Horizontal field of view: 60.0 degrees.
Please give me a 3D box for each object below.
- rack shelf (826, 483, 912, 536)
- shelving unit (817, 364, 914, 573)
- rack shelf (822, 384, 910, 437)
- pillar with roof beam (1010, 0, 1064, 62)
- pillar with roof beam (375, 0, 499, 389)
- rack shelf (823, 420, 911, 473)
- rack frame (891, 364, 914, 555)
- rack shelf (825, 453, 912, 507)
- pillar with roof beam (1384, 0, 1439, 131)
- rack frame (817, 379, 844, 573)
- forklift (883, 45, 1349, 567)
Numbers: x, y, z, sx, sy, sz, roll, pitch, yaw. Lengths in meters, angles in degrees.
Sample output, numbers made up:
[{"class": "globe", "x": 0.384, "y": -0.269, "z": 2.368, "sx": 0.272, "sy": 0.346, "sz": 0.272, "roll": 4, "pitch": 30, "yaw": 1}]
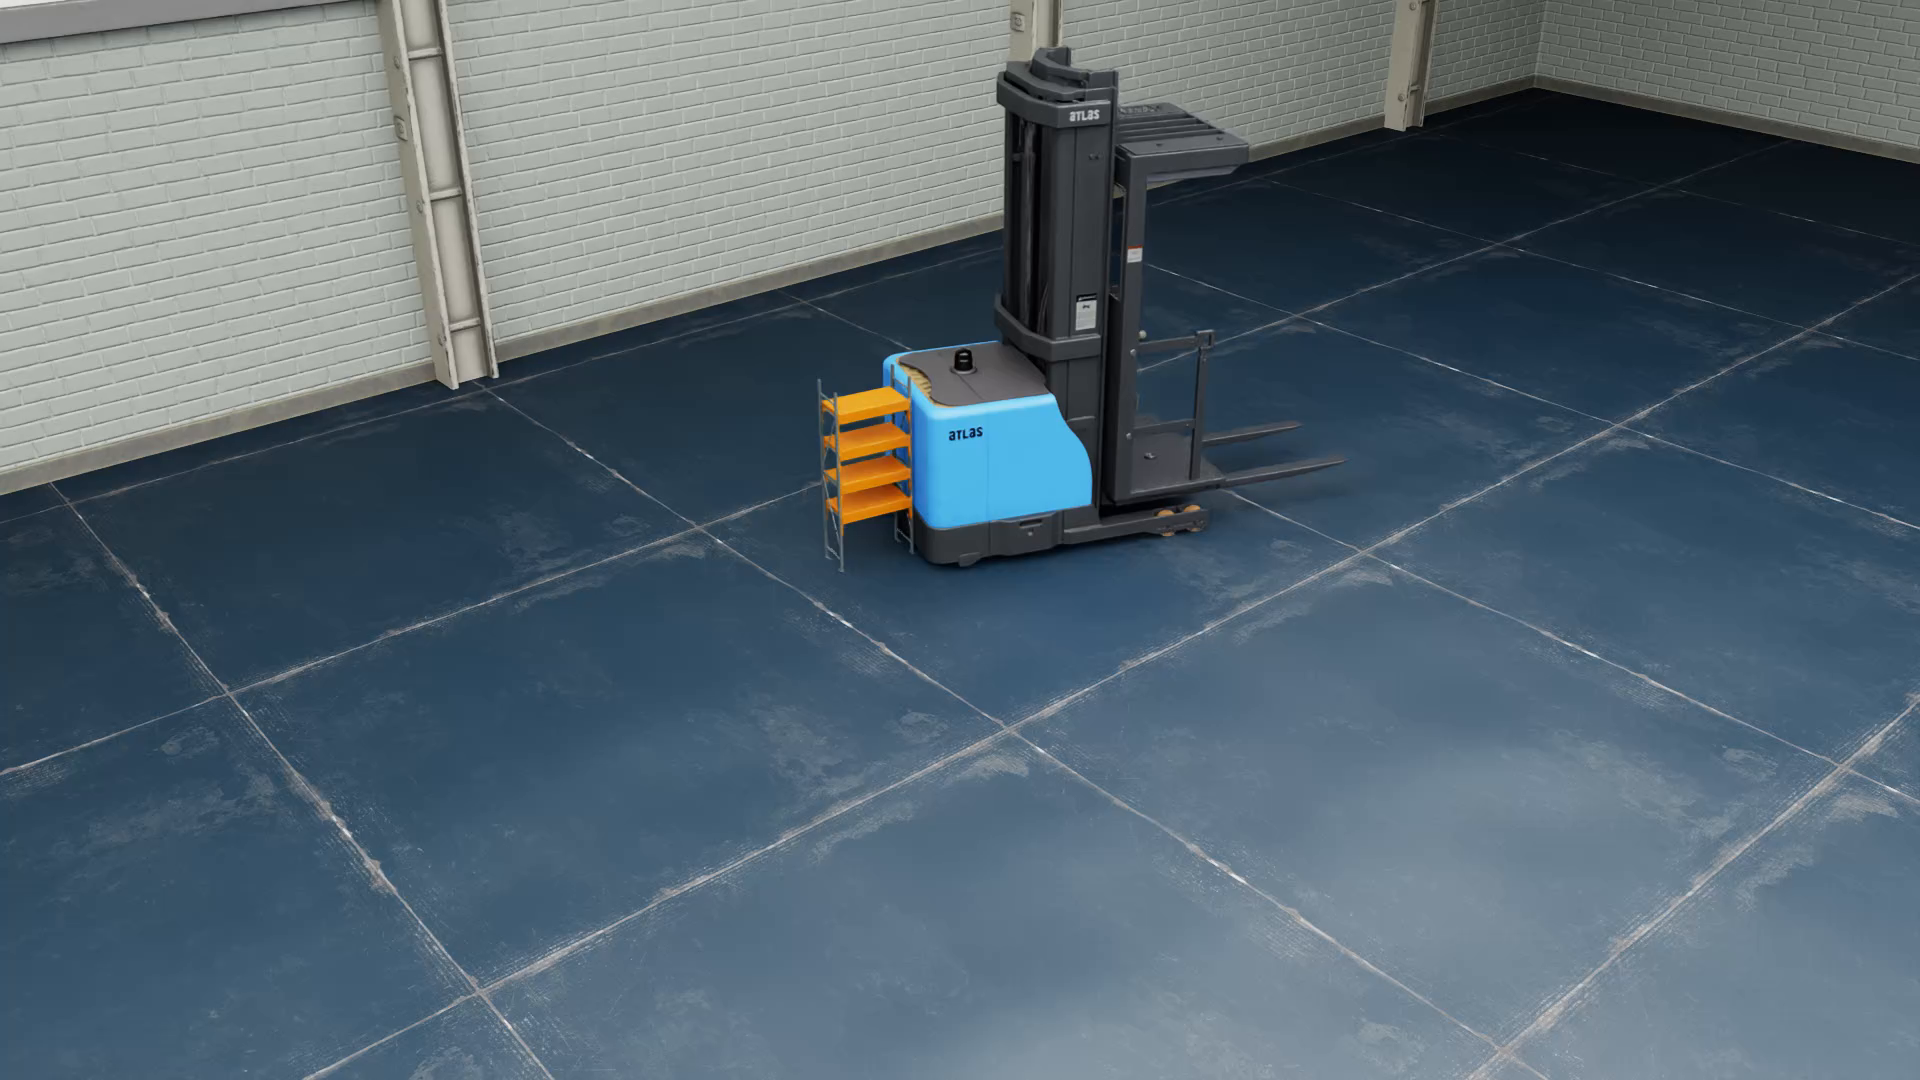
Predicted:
[{"class": "rack shelf", "x": -0.567, "y": -0.196, "z": 10.266, "sx": 0.480, "sy": 0.148, "sz": 0.258, "roll": -15, "pitch": 32, "yaw": -26}, {"class": "shelving unit", "x": -0.567, "y": -0.430, "z": 10.141, "sx": 0.503, "sy": 1.200, "sz": 0.258, "roll": -15, "pitch": 32, "yaw": -26}, {"class": "rack shelf", "x": -0.567, "y": -0.777, "z": 9.955, "sx": 0.480, "sy": 0.148, "sz": 0.258, "roll": -15, "pitch": 32, "yaw": -26}, {"class": "pillar with roof beam", "x": 3.511, "y": -5.531, "z": 11.411, "sx": 0.400, "sy": 9.000, "sz": 9.100, "roll": -22, "pitch": 35, "yaw": -35}, {"class": "pillar with roof beam", "x": -1.054, "y": -3.696, "z": 7.977, "sx": 0.400, "sy": 9.000, "sz": 9.100, "roll": -22, "pitch": 35, "yaw": -35}, {"class": "rack shelf", "x": -0.567, "y": -0.568, "z": 10.067, "sx": 0.480, "sy": 0.148, "sz": 0.258, "roll": -15, "pitch": 32, "yaw": -26}, {"class": "rack frame", "x": -0.355, "y": -0.487, "z": 10.247, "sx": 0.015, "sy": 1.200, "sz": 0.240, "roll": -15, "pitch": 32, "yaw": -26}, {"class": "rack shelf", "x": -0.567, "y": -0.371, "z": 10.172, "sx": 0.480, "sy": 0.148, "sz": 0.258, "roll": -15, "pitch": 32, "yaw": -26}, {"class": "pillar with roof beam", "x": 8.075, "y": -7.367, "z": 14.846, "sx": 0.400, "sy": 9.000, "sz": 9.100, "roll": -22, "pitch": 35, "yaw": -35}, {"class": "rack frame", "x": -0.780, "y": -0.374, "z": 10.035, "sx": 0.015, "sy": 1.200, "sz": 0.240, "roll": -15, "pitch": 32, "yaw": -26}, {"class": "forklift", "x": 1.072, "y": -1.540, "z": 10.380, "sx": 3.031, "sy": 2.935, "sz": 1.130, "roll": -10, "pitch": 30, "yaw": -17}]
